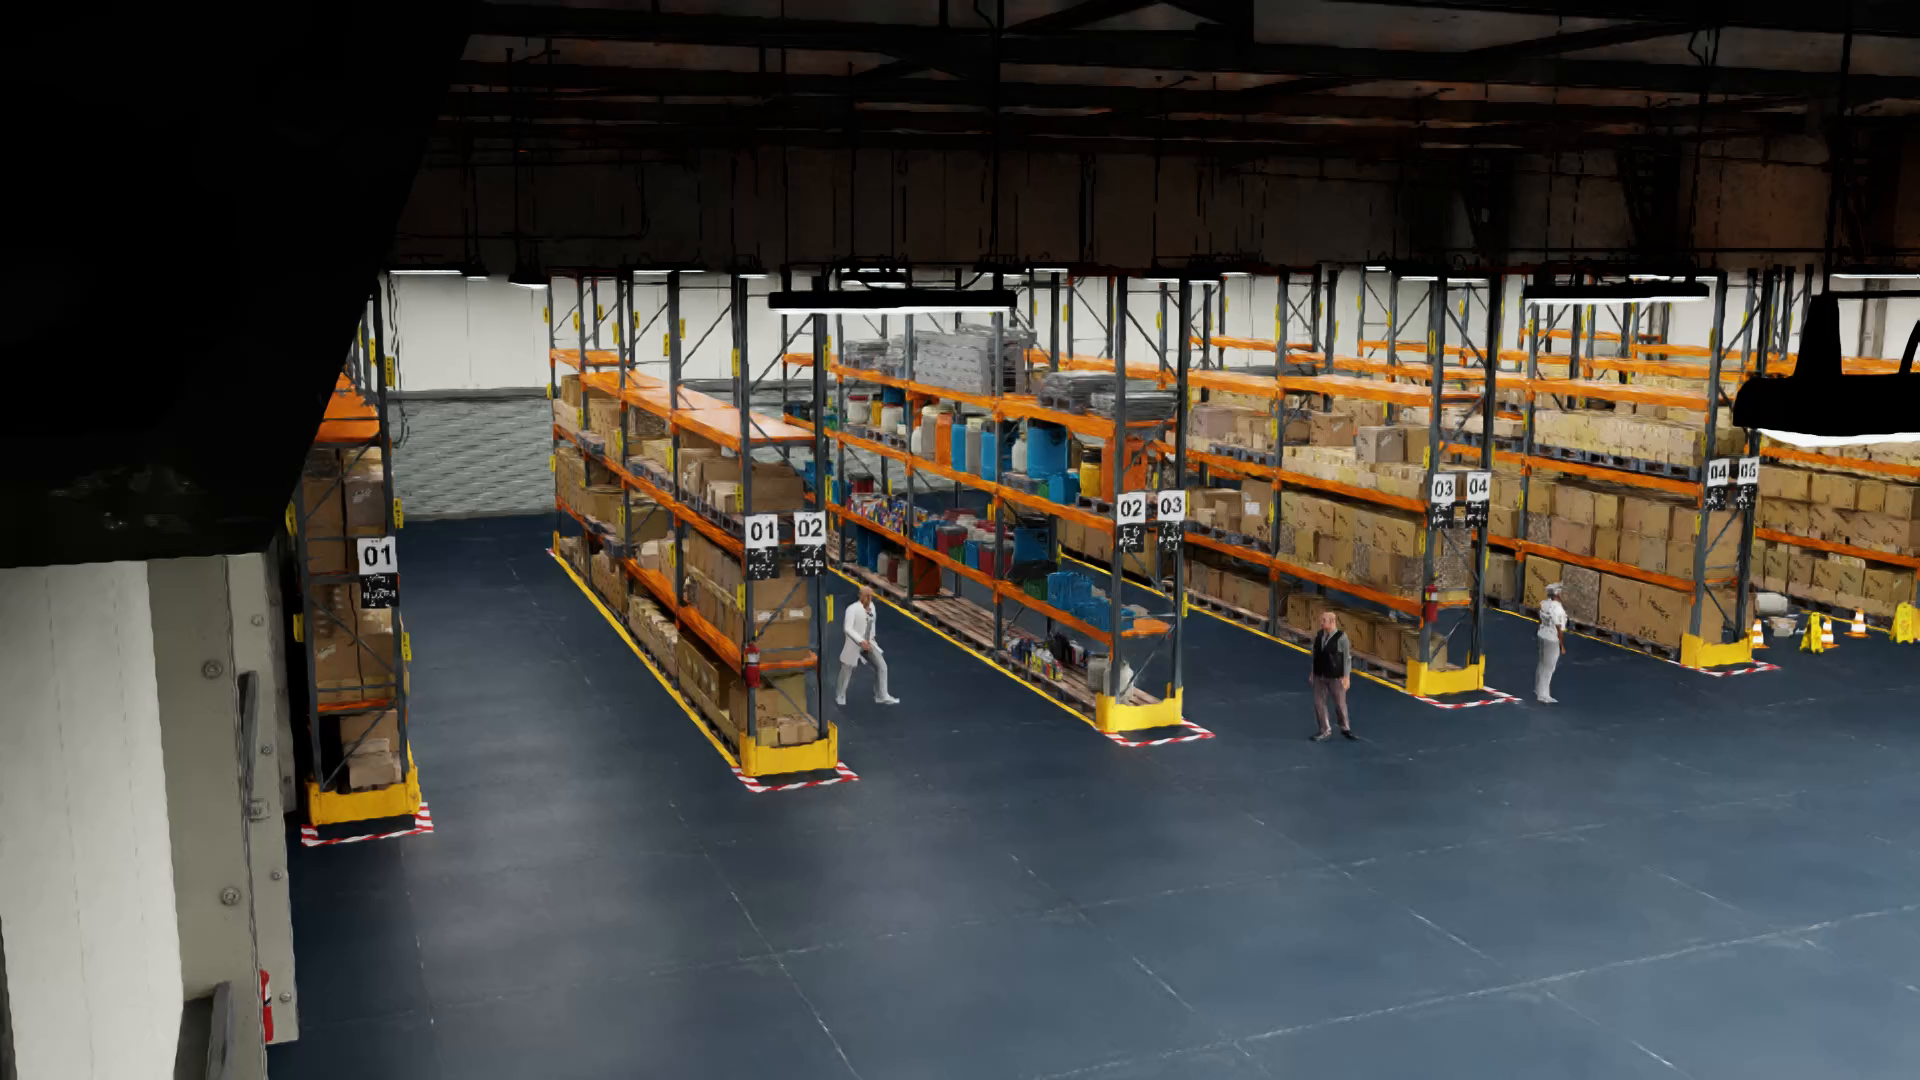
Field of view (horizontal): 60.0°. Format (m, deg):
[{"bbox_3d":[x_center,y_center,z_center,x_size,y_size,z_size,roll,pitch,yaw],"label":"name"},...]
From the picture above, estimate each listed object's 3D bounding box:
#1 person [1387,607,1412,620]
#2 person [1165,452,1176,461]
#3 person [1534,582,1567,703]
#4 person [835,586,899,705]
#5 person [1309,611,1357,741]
[{"bbox_3d":[7.680,0.587,28.626,0.639,1.632,0.508,-4,11,-22],"label":"person"},{"bbox_3d":[5.436,-1.778,41.830,0.580,1.742,0.569,3,10,15],"label":"person"},{"bbox_3d":[8.350,1.426,23.555,0.379,1.679,0.628,-1,10,-8],"label":"person"},{"bbox_3d":[-1.387,1.559,23.253,0.716,1.529,0.858,-9,13,-41],"label":"person"},{"bbox_3d":[4.858,1.762,21.664,0.631,1.715,0.538,9,13,42],"label":"person"}]
